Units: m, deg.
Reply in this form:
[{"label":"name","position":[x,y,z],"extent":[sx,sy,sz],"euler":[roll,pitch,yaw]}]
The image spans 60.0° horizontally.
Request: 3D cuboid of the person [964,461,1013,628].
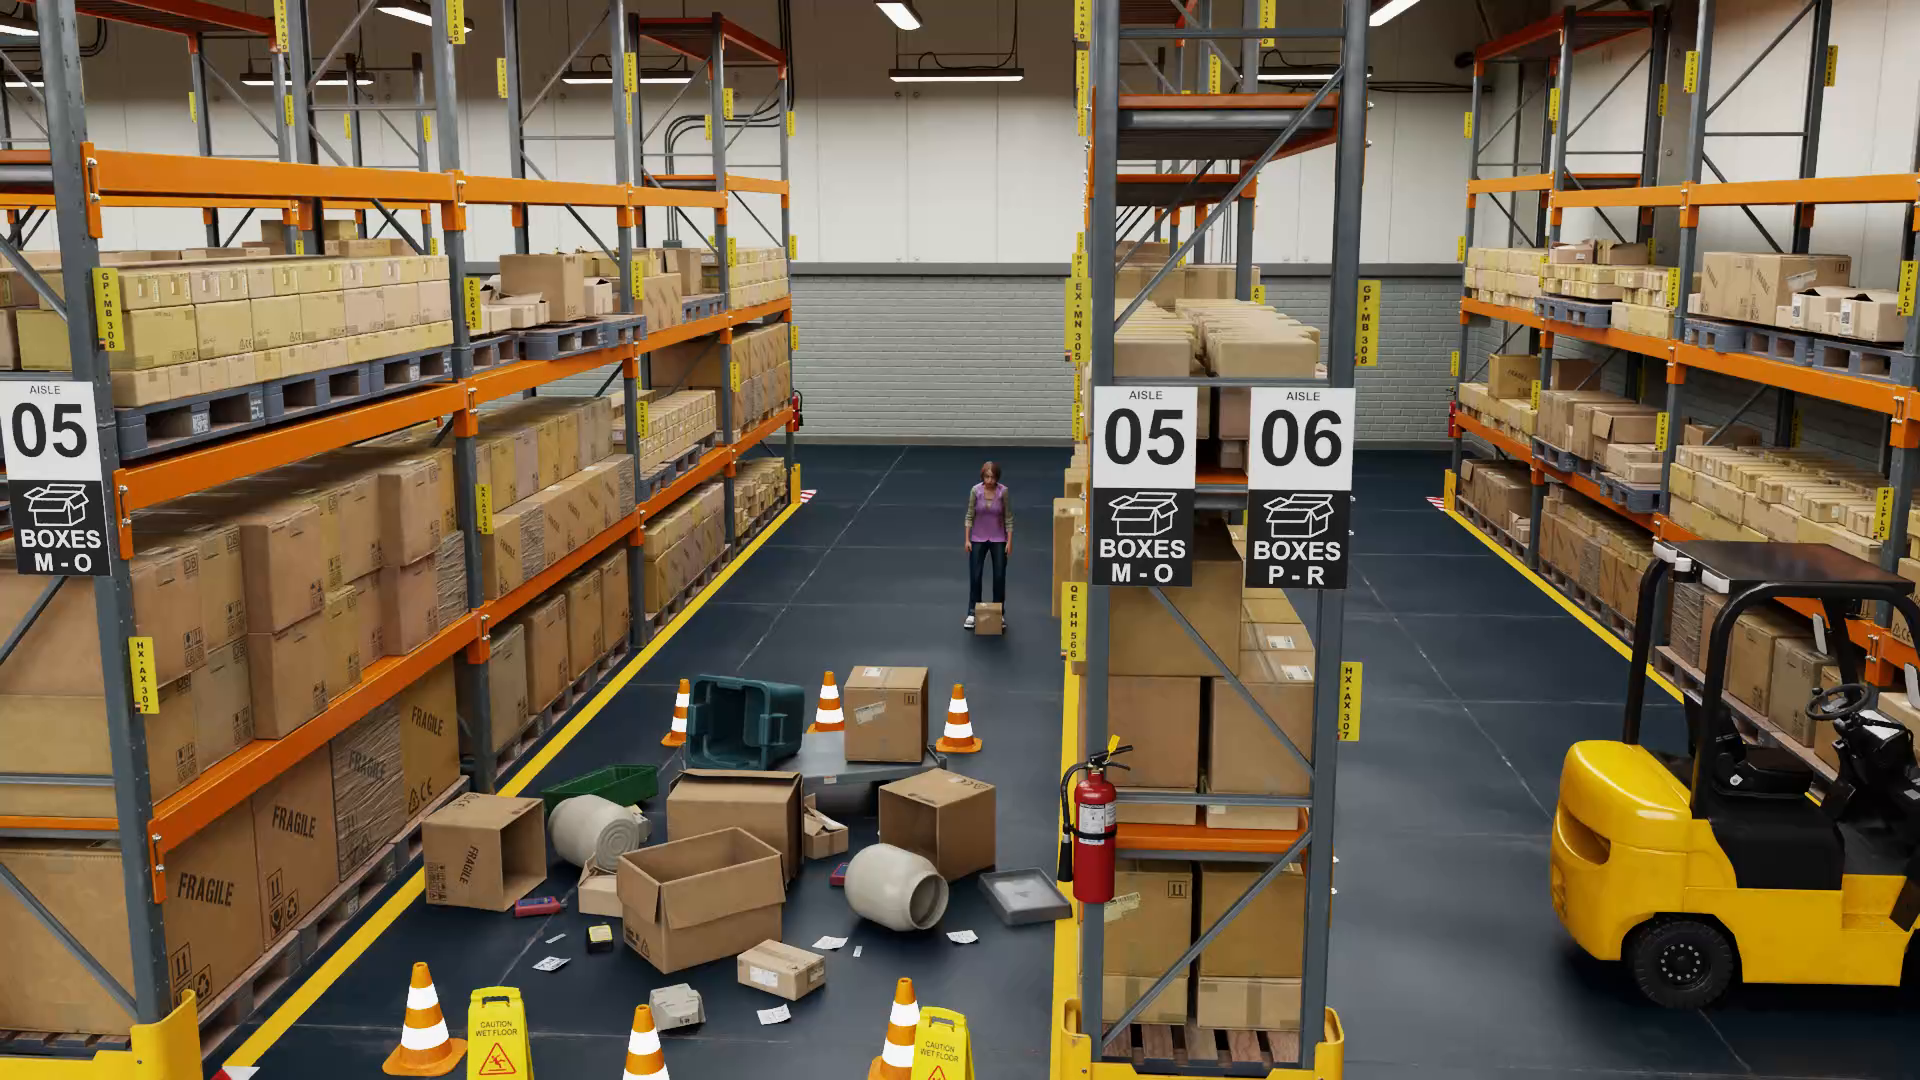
[{"label":"person","position":[0.275,0.037,15.773],"extent":[0.459,1.591,0.346],"euler":[1,11,4]}]
